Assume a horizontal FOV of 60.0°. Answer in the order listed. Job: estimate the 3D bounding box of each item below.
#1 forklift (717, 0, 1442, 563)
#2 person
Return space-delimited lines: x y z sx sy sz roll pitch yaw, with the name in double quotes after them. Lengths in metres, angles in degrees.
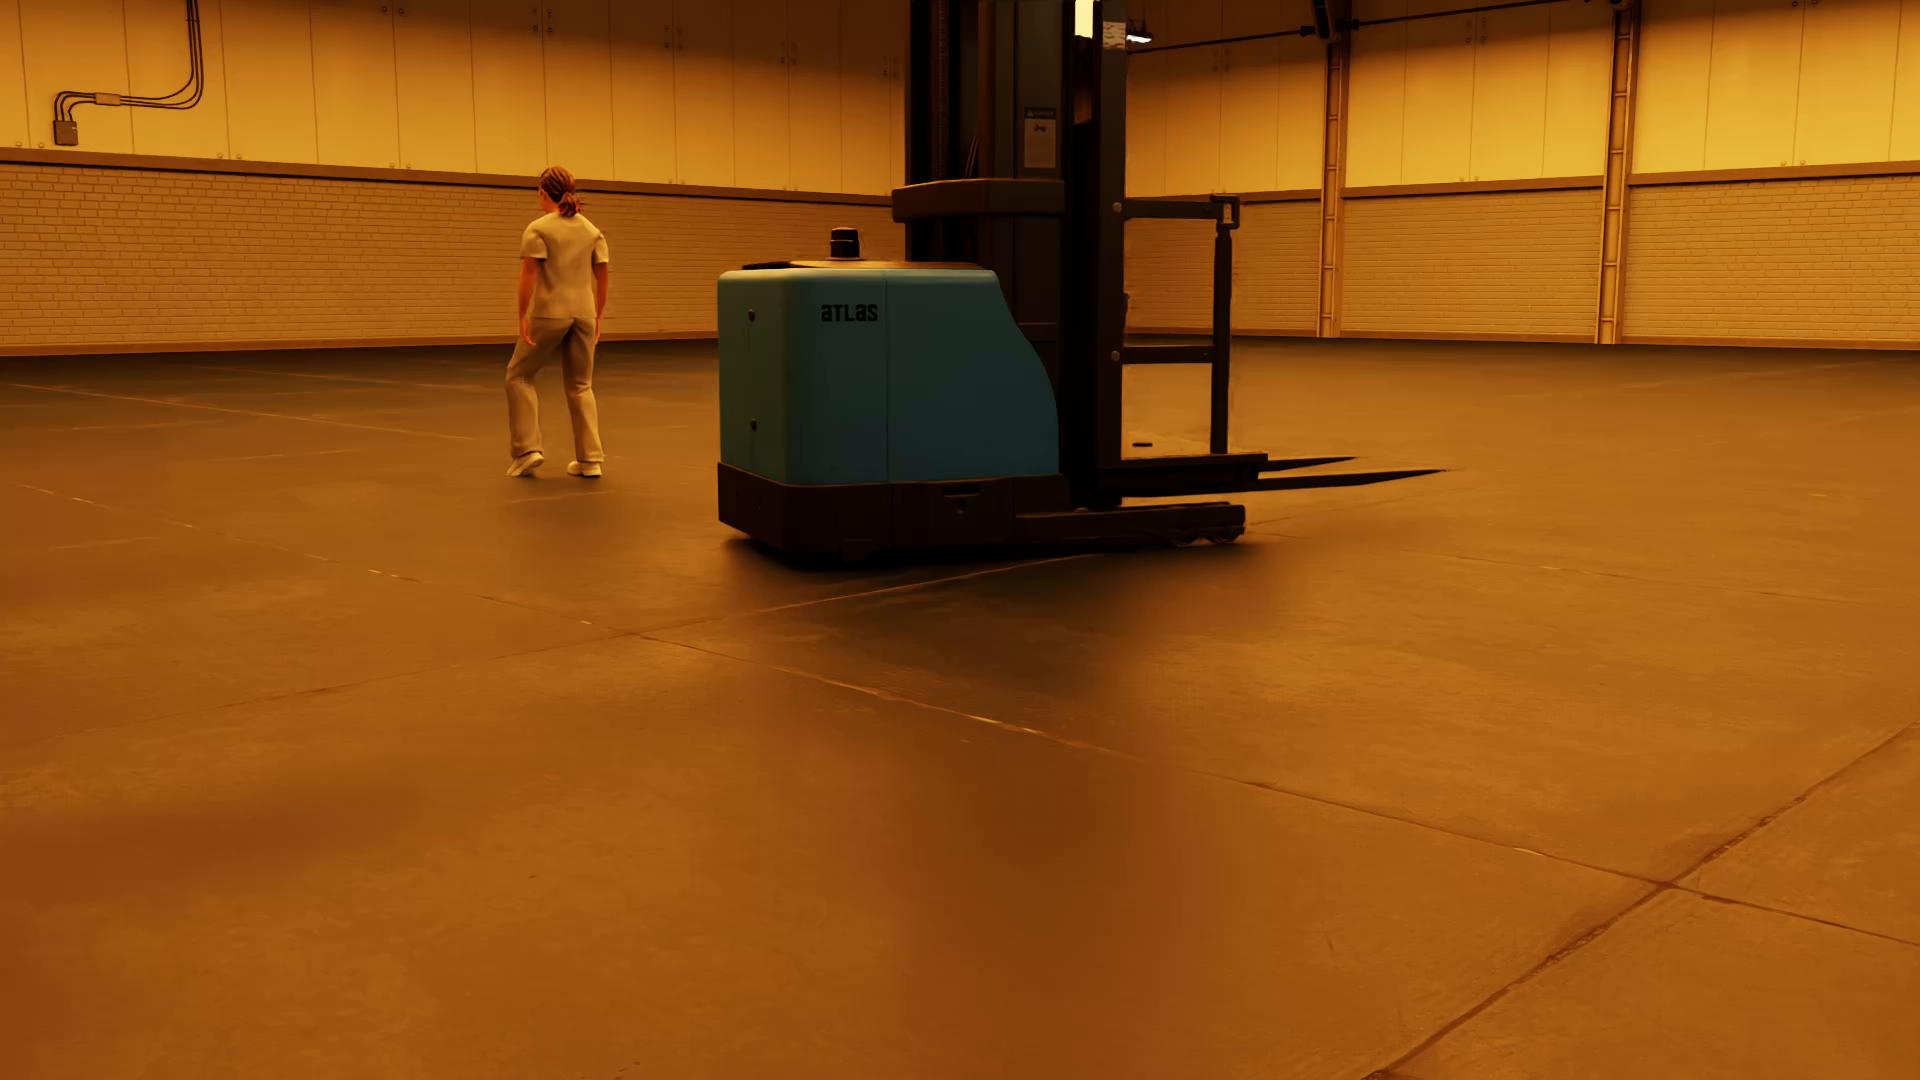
0.581 -1.487 6.752 3.031 2.935 1.130 -4 9 -23 "forklift"
-2.163 -1.148 8.994 0.538 1.710 0.497 -7 11 -40 "person"
